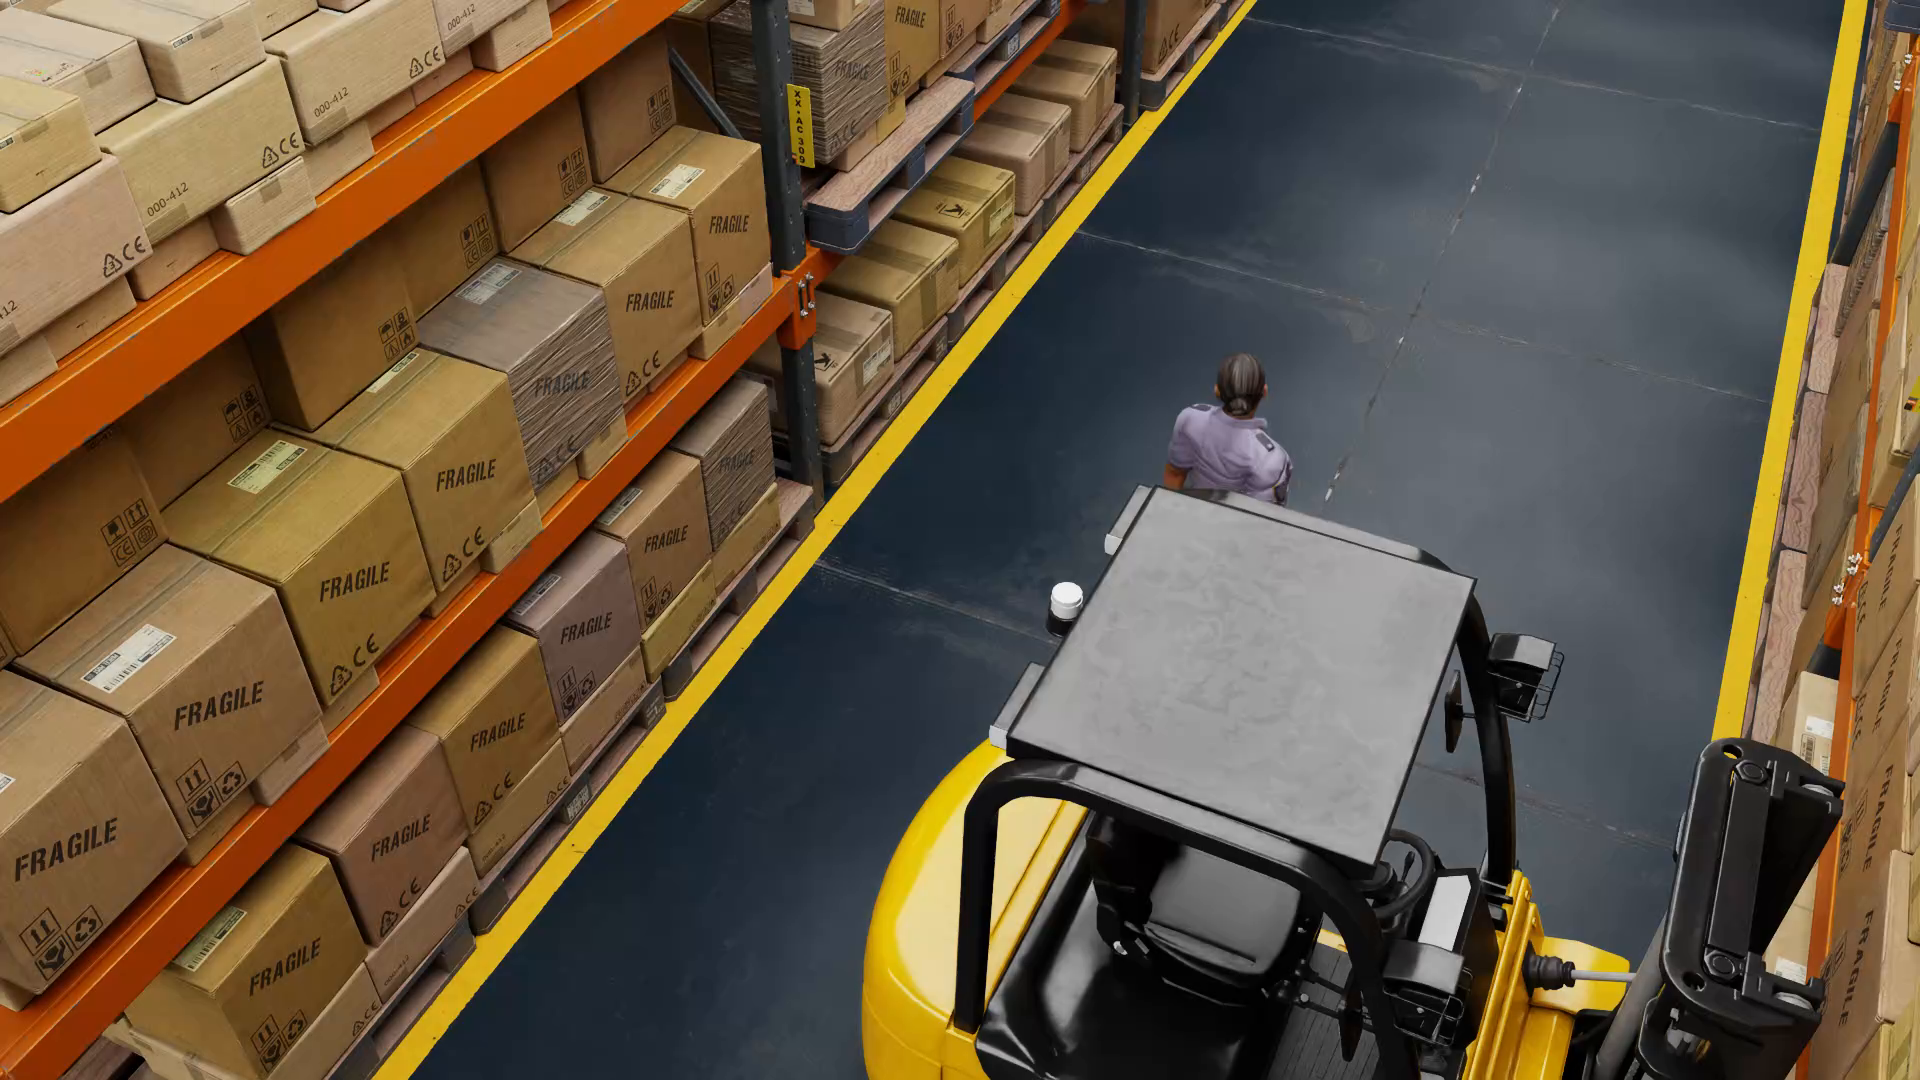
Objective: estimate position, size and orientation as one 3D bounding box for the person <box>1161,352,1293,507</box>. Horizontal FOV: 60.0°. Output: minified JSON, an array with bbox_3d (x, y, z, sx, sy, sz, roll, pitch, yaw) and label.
[{"bbox_3d":[0.975,0.070,6.070,0.461,1.642,0.663,-31,51,-30],"label":"person"}]
